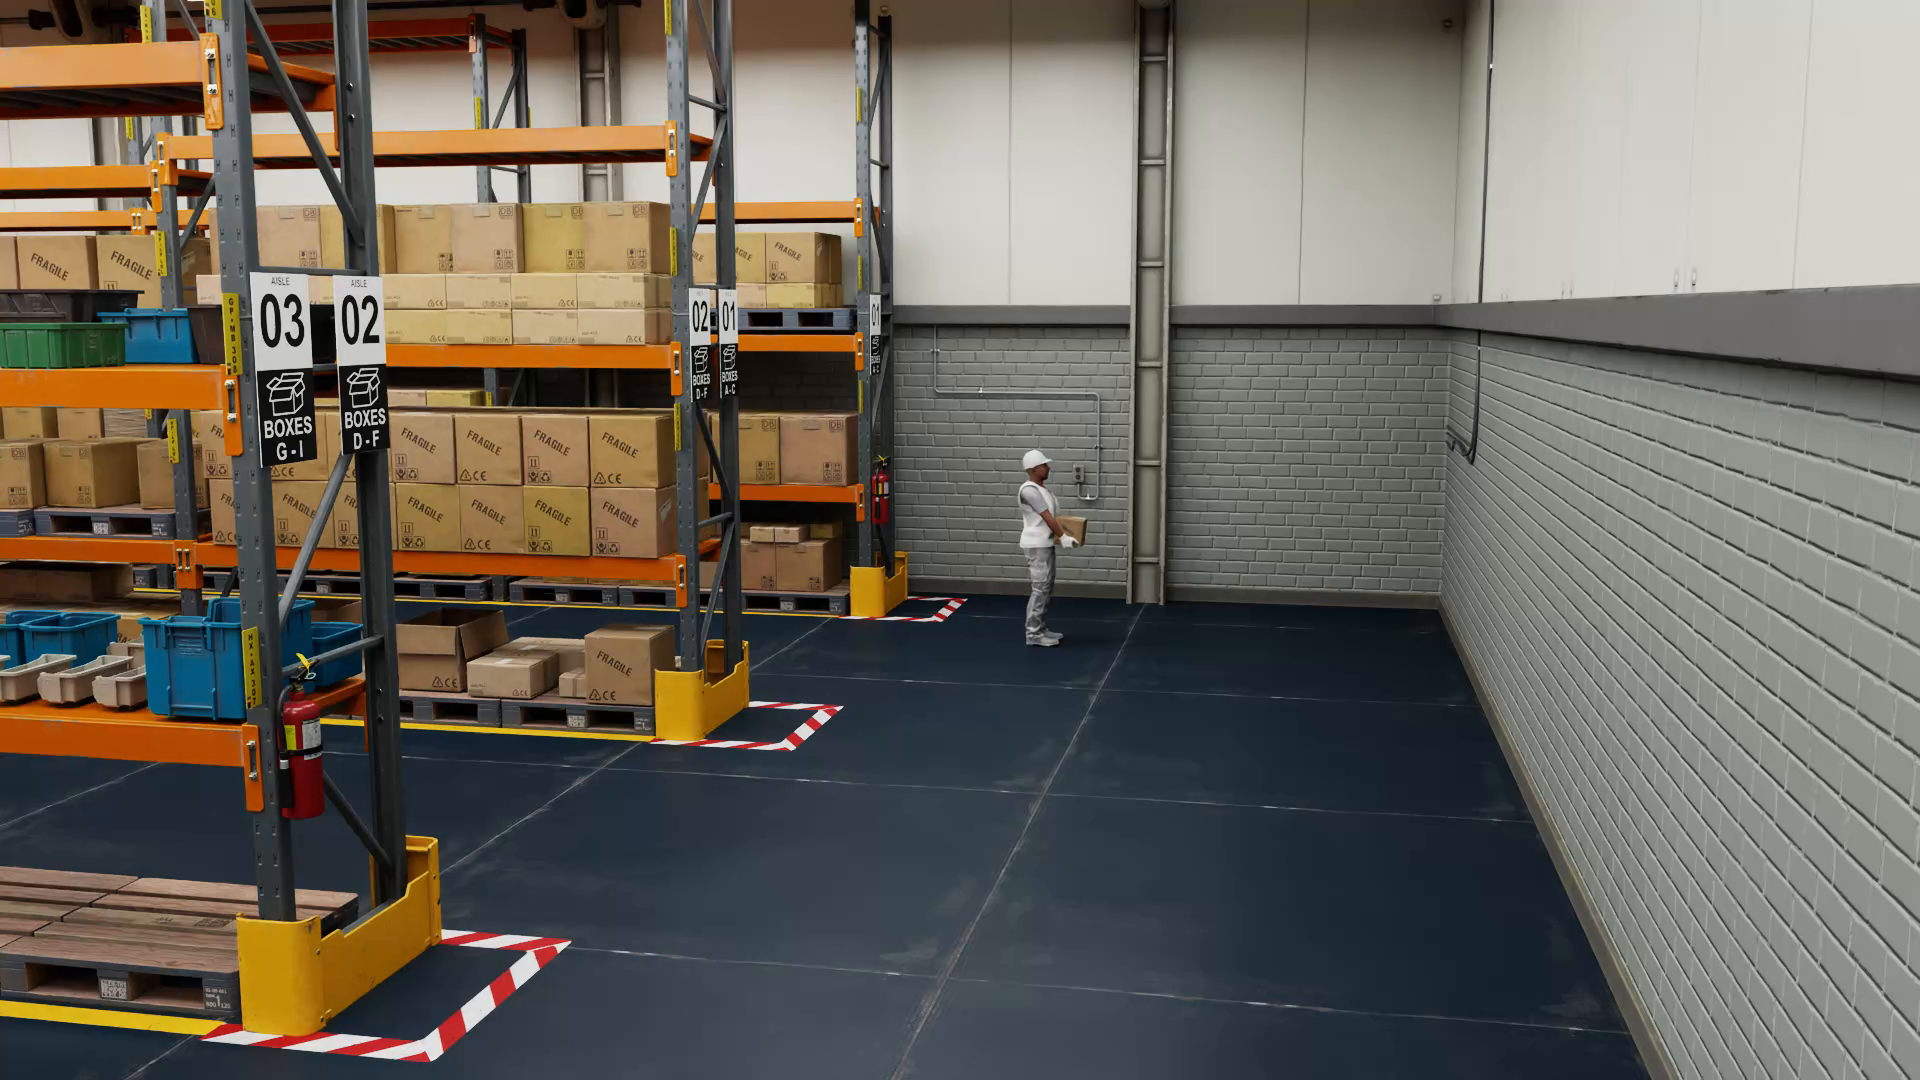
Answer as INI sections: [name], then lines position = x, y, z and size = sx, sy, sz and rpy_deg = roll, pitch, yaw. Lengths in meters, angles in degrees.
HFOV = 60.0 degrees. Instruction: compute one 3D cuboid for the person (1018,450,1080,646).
[person]
position = 0.833, 0.069, 15.257
size = 0.574, 1.778, 0.487
rpy_deg = 2, 8, 12
